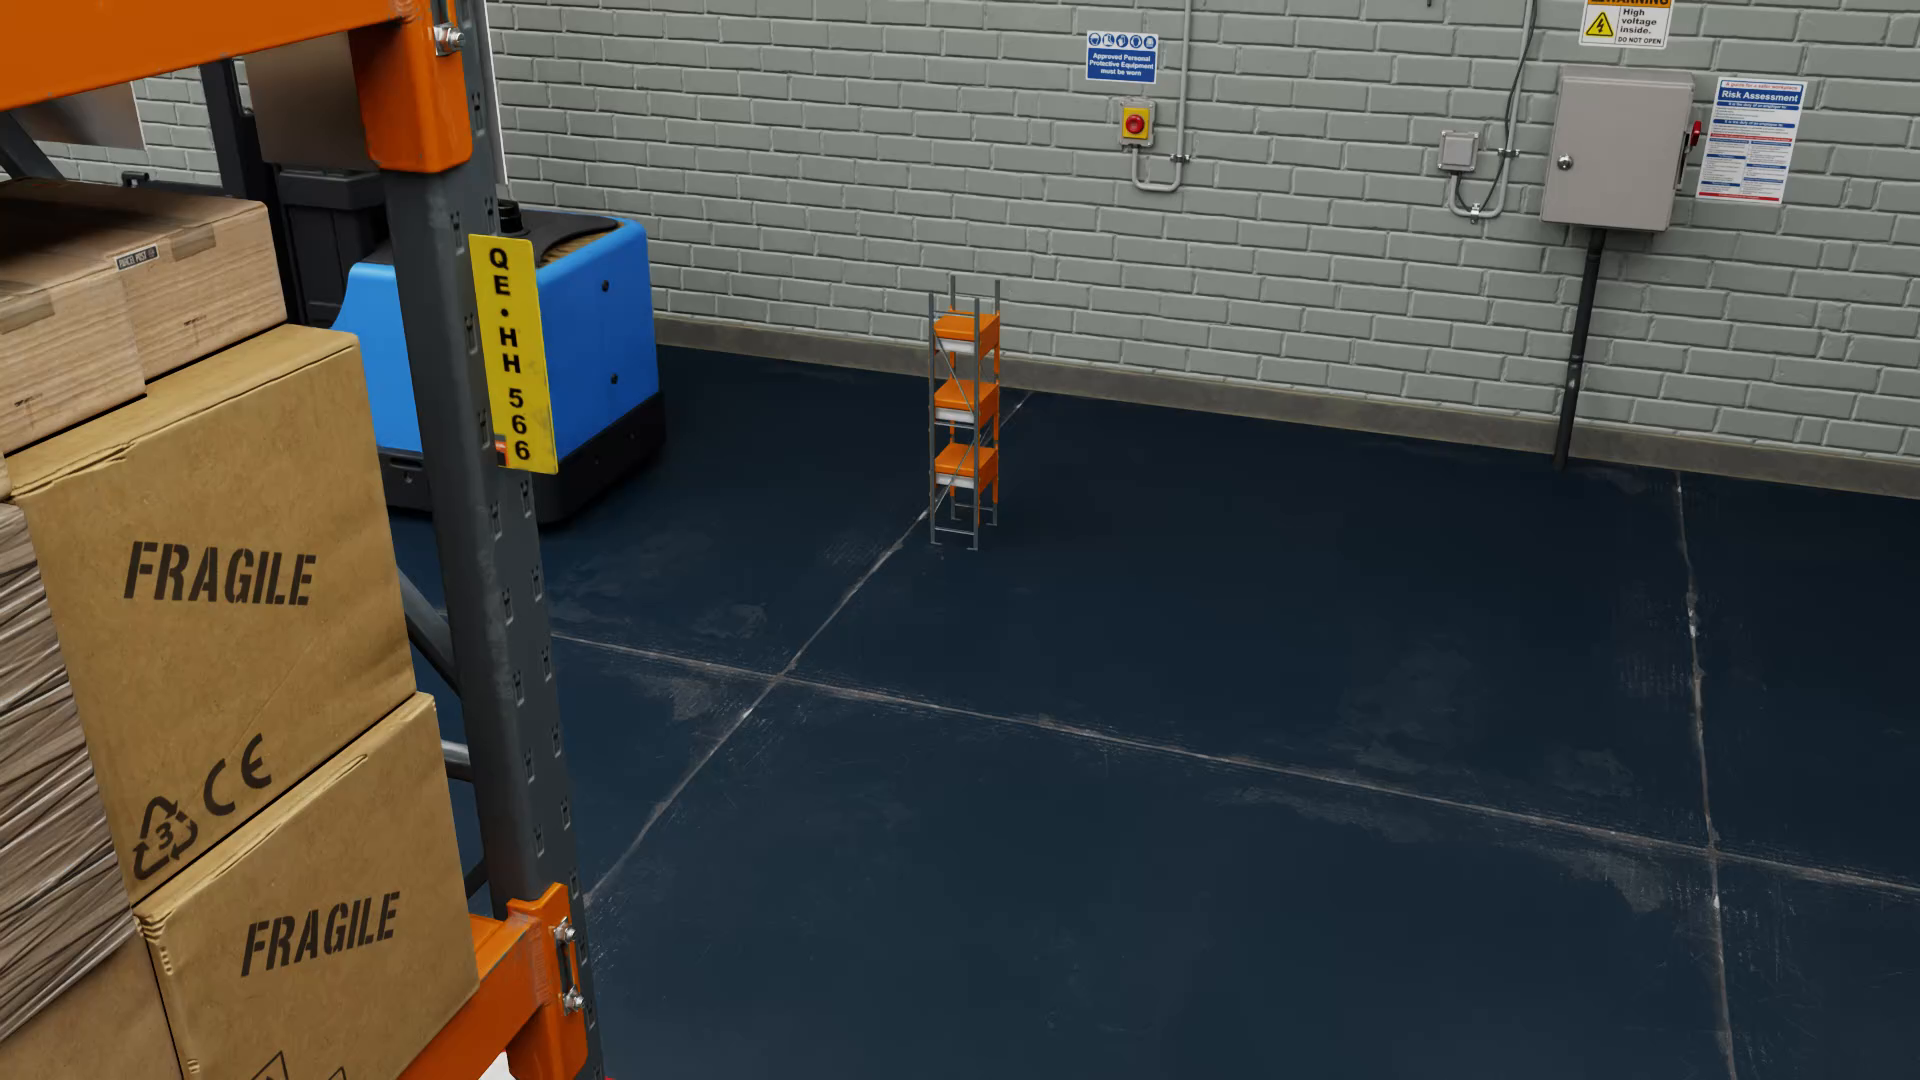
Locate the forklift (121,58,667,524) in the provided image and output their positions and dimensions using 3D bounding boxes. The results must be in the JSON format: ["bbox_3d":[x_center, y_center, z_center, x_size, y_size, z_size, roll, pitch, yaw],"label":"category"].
[{"bbox_3d":[-2.902,-1.736,6.973,3.031,2.935,1.130,8,27,17],"label":"forklift"}]

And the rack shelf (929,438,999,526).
[{"bbox_3d":[0.018,-0.235,6.692,0.215,0.259,0.240,9,27,17],"label":"rack shelf"}]

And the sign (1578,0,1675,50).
[{"bbox_3d":[2.702,-2.120,6.739,0.339,0.242,0.001,9,27,17],"label":"sign"}]

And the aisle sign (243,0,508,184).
[{"bbox_3d":[-0.786,-0.854,2.089,0.394,0.787,0.004,9,27,17],"label":"aisle sign"}]

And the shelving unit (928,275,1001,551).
[{"bbox_3d":[0.018,-0.495,6.567,0.215,1.050,0.252,9,27,17],"label":"shelving unit"}]

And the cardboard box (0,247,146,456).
[{"bbox_3d":[-1.094,-0.202,1.719,0.380,0.149,0.250,9,27,18],"label":"cardboard box"}]

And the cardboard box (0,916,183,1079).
[{"bbox_3d":[-1.194,0.696,1.755,0.500,0.500,0.500,8,27,16],"label":"cardboard box"}]

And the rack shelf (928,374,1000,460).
[{"bbox_3d":[0.018,-0.485,6.571,0.215,0.259,0.240,9,27,17],"label":"rack shelf"}]

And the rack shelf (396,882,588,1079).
[{"bbox_3d":[-1.767,1.446,1.146,1.077,0.370,4.000,9,27,17],"label":"rack shelf"}]

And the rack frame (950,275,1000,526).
[{"bbox_3d":[0.058,-0.545,6.670,0.200,1.050,0.008,9,27,17],"label":"rack frame"}]

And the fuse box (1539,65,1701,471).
[{"bbox_3d":[2.685,-1.075,7.008,0.539,1.711,0.414,9,27,17],"label":"fuse box"}]

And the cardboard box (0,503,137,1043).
[{"bbox_3d":[-1.184,0.257,1.514,0.500,0.500,0.500,9,27,18],"label":"cardboard box"}]

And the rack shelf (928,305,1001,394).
[{"bbox_3d":[0.018,-0.740,6.448,0.215,0.259,0.240,9,27,17],"label":"rack shelf"}]

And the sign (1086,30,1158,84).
[{"bbox_3d":[0.727,-2.174,7.487,0.327,0.218,0.001,9,27,17],"label":"sign"}]

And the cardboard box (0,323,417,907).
[{"bbox_3d":[-1.038,0.038,1.967,0.500,0.500,0.500,10,27,19],"label":"cardboard box"}]

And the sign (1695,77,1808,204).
[{"bbox_3d":[3.220,-1.626,6.775,0.329,0.494,0.001,9,27,17],"label":"sign"}]

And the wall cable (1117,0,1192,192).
[{"bbox_3d":[0.752,-2.491,7.252,0.585,1.953,0.123,9,27,17],"label":"wall cable"}]

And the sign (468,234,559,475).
[{"bbox_3d":[-0.595,-0.243,2.209,0.100,0.325,0.005,9,27,17],"label":"sign"}]

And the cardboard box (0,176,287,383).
[{"bbox_3d":[-1.032,-0.310,1.941,0.380,0.149,0.250,9,27,18],"label":"cardboard box"}]

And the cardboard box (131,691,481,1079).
[{"bbox_3d":[-1.013,0.492,2.176,0.500,0.500,0.500,9,27,18],"label":"cardboard box"}]

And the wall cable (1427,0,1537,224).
[{"bbox_3d":[2.094,-2.276,6.843,0.588,1.984,0.122,9,27,17],"label":"wall cable"}]

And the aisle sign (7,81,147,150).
[{"bbox_3d":[-1.351,-0.941,2.268,0.394,0.787,0.004,9,27,17],"label":"aisle sign"}]

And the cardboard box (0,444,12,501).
[{"bbox_3d":[-1.101,-0.084,1.474,0.380,0.149,0.250,8,27,17],"label":"cardboard box"}]

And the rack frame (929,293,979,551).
[{"bbox_3d":[-0.023,-0.444,6.463,0.200,1.050,0.008,9,27,17],"label":"rack frame"}]

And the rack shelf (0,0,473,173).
[{"bbox_3d":[-1.767,0.096,0.492,1.077,0.370,4.000,9,27,17],"label":"rack shelf"}]
